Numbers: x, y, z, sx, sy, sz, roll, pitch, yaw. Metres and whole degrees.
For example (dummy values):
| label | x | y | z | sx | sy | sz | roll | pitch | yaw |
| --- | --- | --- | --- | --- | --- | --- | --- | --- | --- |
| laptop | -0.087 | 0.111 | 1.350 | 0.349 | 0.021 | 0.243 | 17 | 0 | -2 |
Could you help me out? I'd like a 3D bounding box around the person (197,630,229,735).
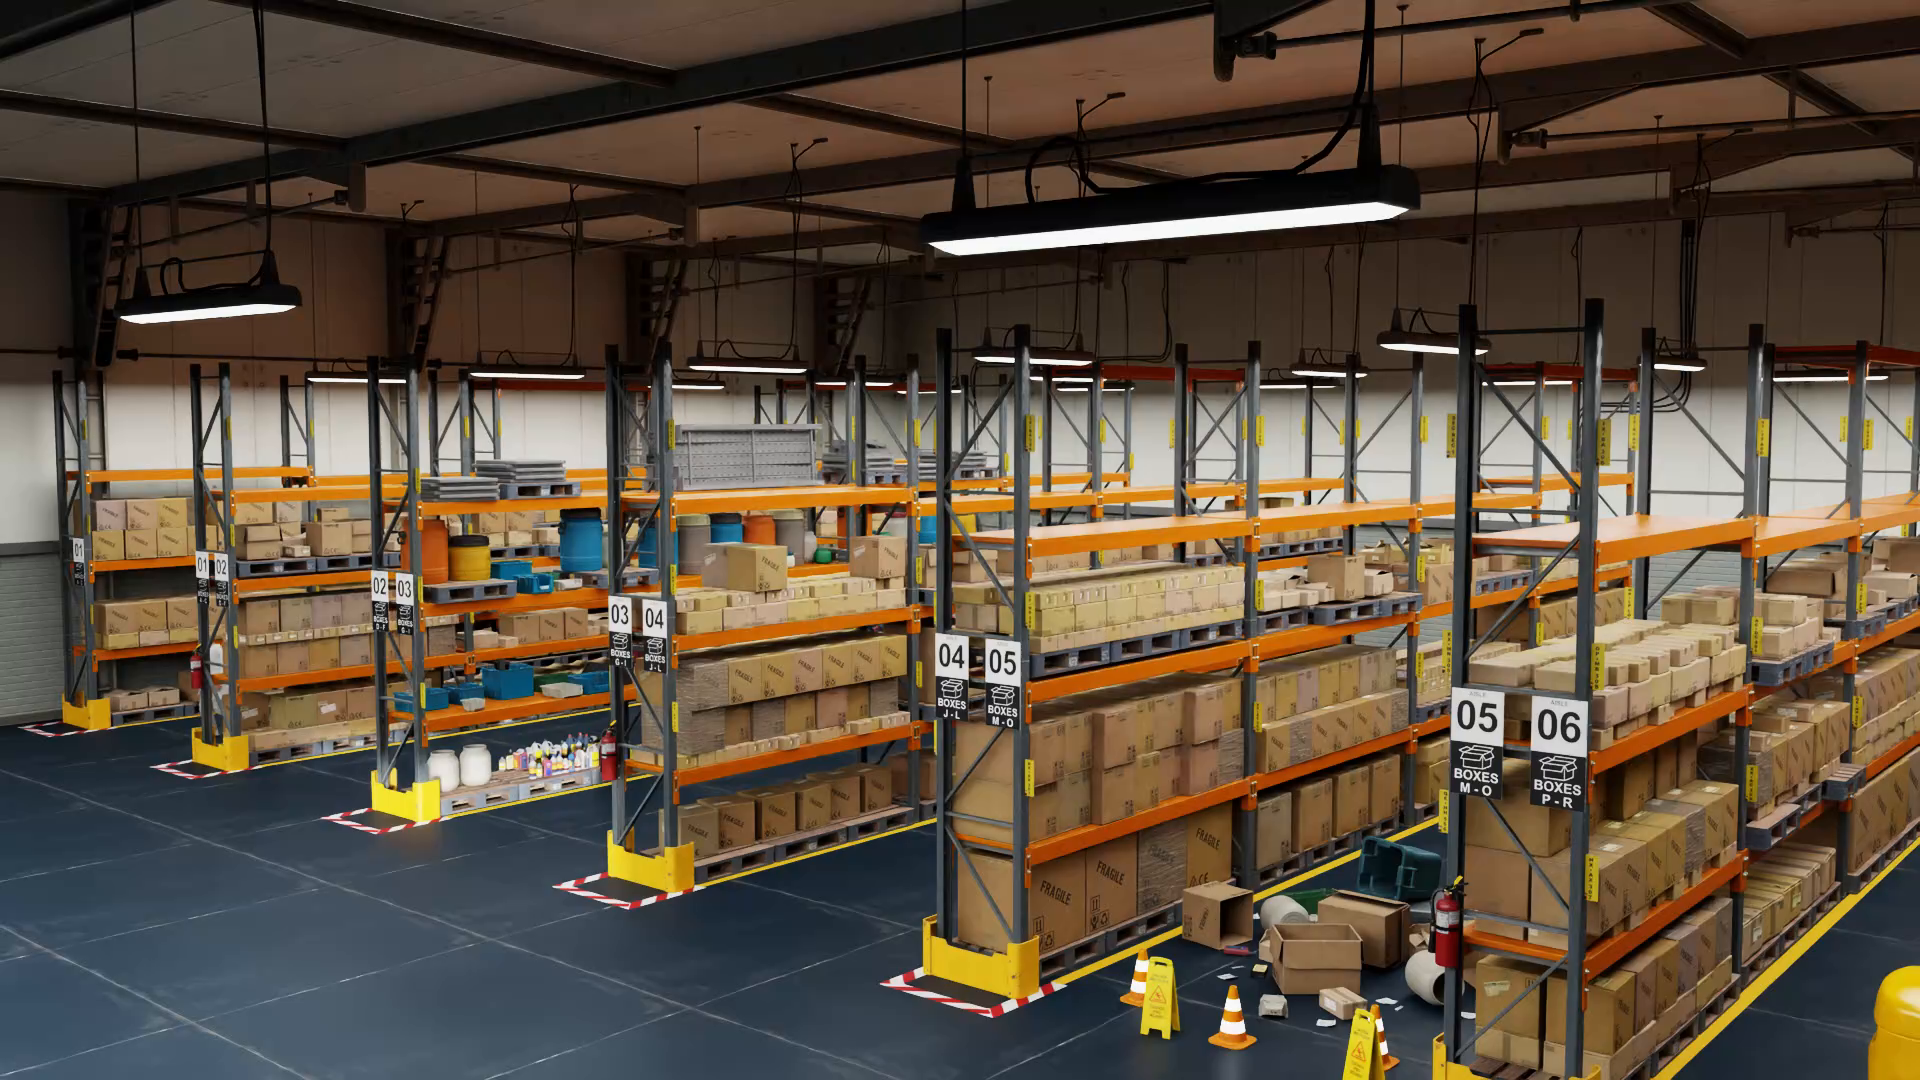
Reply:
| label | x | y | z | sx | sy | sz | roll | pitch | yaw |
| --- | --- | --- | --- | --- | --- | --- | --- | --- | --- |
| person | -12.122 | 2.335 | 27.157 | 0.681 | 1.767 | 0.707 | 2 | 5 | 25 |
